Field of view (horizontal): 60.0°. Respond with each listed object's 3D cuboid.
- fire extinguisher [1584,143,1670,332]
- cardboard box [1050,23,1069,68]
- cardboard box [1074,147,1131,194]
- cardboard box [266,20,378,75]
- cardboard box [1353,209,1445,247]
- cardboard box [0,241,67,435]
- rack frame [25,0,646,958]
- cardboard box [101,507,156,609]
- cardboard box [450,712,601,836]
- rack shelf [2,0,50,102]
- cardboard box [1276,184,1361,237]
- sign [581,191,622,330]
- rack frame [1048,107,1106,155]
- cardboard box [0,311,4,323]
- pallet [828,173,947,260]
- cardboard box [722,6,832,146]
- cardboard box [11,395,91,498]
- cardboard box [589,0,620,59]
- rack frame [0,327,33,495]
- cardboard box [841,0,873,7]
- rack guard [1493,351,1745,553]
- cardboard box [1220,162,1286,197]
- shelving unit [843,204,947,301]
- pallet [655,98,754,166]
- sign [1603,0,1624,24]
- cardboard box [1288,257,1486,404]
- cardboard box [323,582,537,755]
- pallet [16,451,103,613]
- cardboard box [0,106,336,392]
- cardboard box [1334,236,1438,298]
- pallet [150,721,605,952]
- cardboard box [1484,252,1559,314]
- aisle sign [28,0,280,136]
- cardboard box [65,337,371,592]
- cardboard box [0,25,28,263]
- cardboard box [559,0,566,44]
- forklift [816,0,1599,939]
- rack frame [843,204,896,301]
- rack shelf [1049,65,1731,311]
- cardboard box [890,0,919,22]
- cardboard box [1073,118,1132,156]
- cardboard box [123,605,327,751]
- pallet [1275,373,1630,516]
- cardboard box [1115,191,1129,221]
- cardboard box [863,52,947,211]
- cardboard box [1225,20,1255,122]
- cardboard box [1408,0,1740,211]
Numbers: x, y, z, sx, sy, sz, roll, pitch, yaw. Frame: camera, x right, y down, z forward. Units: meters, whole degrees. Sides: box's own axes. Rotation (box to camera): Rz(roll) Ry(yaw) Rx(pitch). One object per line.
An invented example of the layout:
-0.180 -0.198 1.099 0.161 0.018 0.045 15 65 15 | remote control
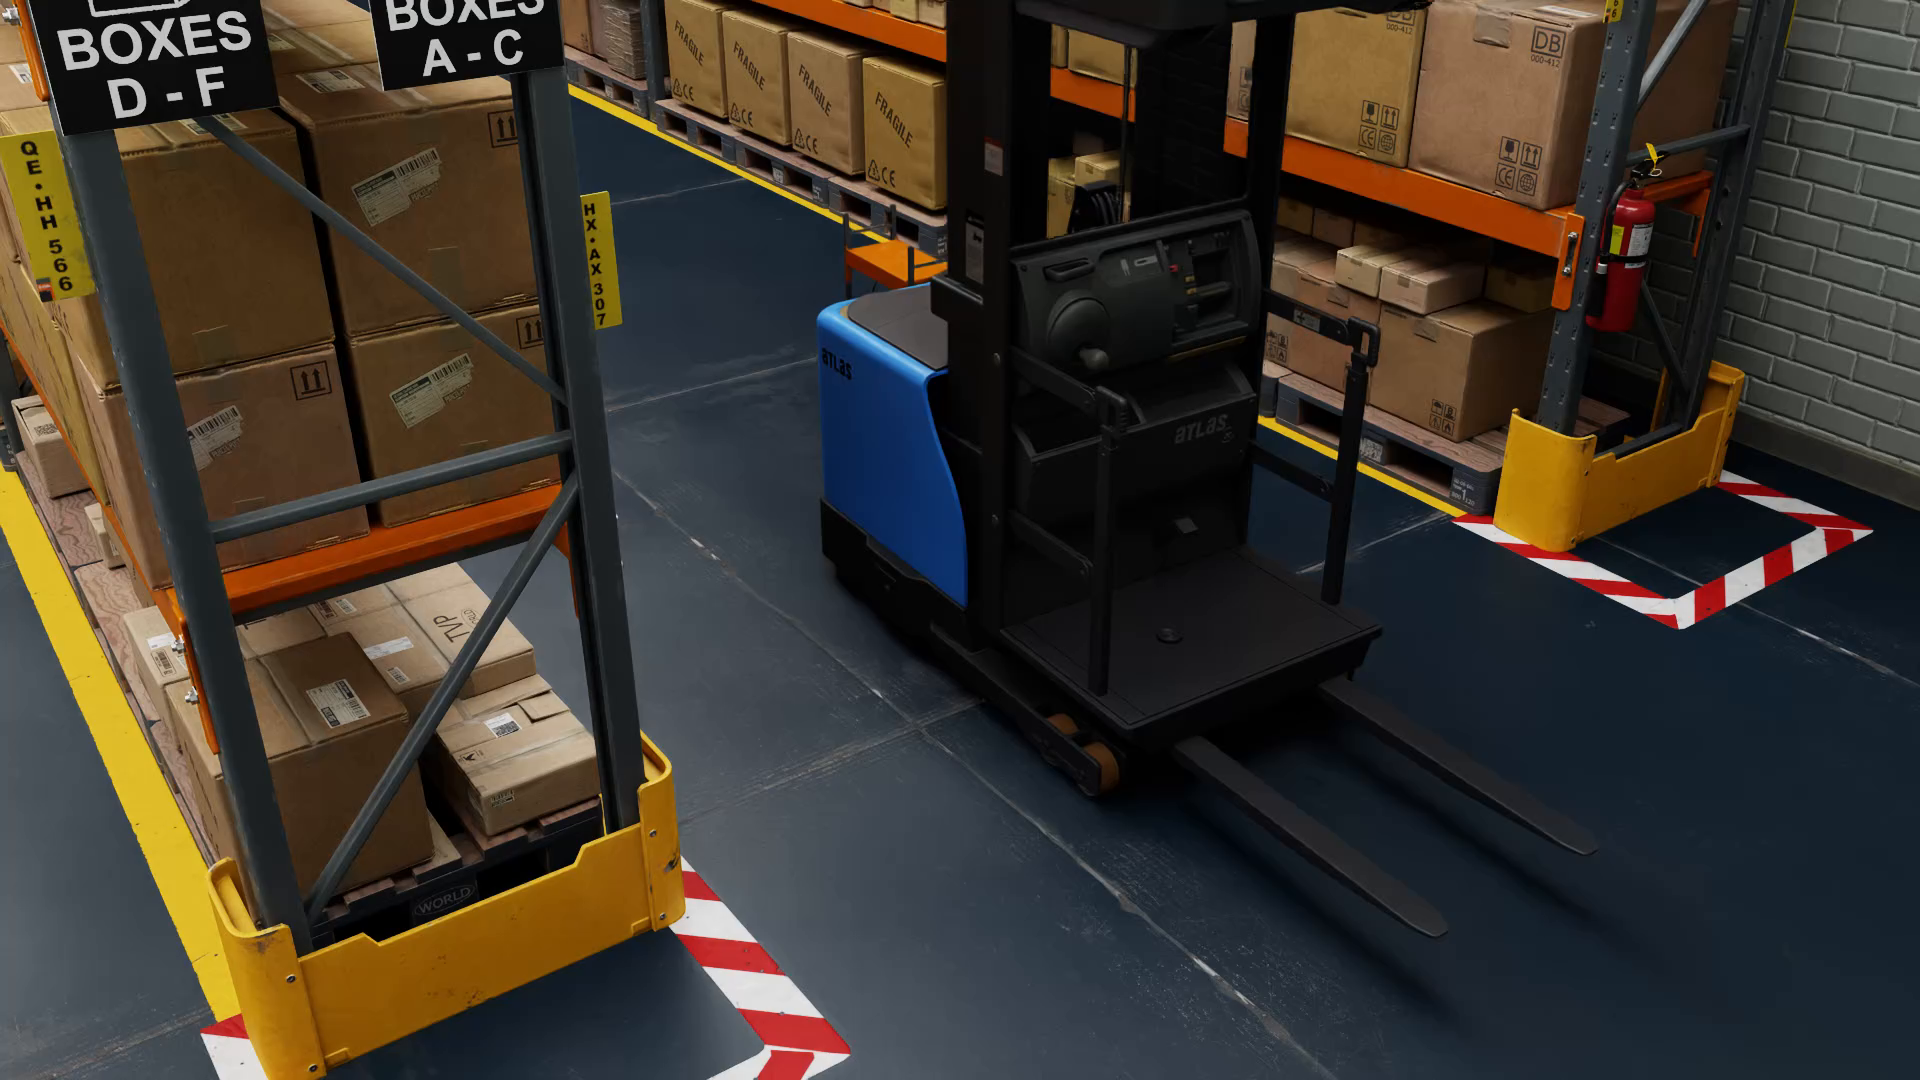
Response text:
2.449 -1.108 6.119 0.296 0.674 0.183 -19 34 -31 | fire extinguisher
0.719 -2.964 8.750 0.980 0.700 0.700 -18 33 -30 | cardboard box
0.818 -1.916 8.634 0.380 0.149 0.250 -18 33 -29 | cardboard box
-1.647 -1.049 4.387 0.500 0.500 0.500 -18 33 -30 | cardboard box
2.046 -1.409 7.700 0.380 0.149 0.250 -18 34 -30 | cardboard box
-2.366 -0.658 4.714 0.500 0.500 0.500 -18 34 -30 | cardboard box
-1.295 -0.119 3.827 1.000 3.000 0.127 -19 34 -31 | rack frame
-2.522 -0.042 5.839 0.797 0.503 0.637 -19 34 -31 | cardboard box
-1.258 0.682 4.877 0.380 0.149 0.250 -19 34 -31 | cardboard box
-2.455 -1.899 4.714 1.077 0.370 4.000 -19 34 -31 | rack shelf
1.749 -1.607 8.065 0.380 0.149 0.250 -18 33 -30 | cardboard box
-0.853 -0.650 3.897 0.100 0.325 0.005 -19 34 -31 | sign
0.417 -3.047 9.218 1.000 3.000 0.127 -19 34 -31 | rack frame
-2.954 -1.051 5.438 0.500 0.500 0.500 -19 34 -31 | cardboard box
-0.091 -2.101 10.397 1.003 0.211 1.213 -19 34 -31 | pallet
-1.080 -3.178 11.270 0.750 0.750 0.750 -19 34 -31 | cardboard box
-3.548 -0.463 6.816 0.500 0.311 0.500 -19 34 -31 | cardboard box
-2.567 -4.195 13.490 0.700 0.500 0.500 -19 34 -31 | cardboard box
-3.615 -1.674 6.690 1.000 3.000 0.127 -19 34 -31 | rack frame
-0.490 -3.290 9.907 0.380 0.149 0.250 -19 34 -31 | cardboard box
2.752 -0.384 6.934 1.175 0.500 0.348 -19 34 -31 | rack guard
1.452 -1.806 8.431 0.380 0.149 0.250 -18 33 -30 | cardboard box
-0.229 -0.706 6.793 0.258 1.200 0.503 -18 33 -29 | shelving unit
-1.507 -3.049 12.144 1.003 0.211 1.213 -19 34 -31 | pallet
2.288 -1.960 5.755 0.100 0.325 0.005 -19 34 -31 | sign
1.960 -1.017 7.659 0.700 0.500 0.500 -19 34 -31 | cardboard box
-1.670 0.411 5.270 0.500 0.250 0.500 -19 34 -31 | cardboard box
-3.218 -0.182 6.864 1.003 0.211 1.213 -19 34 -31 | pallet
-1.777 -0.700 3.743 0.500 0.500 0.500 -19 34 -31 | cardboard box
1.878 -1.206 7.328 0.380 0.149 0.250 -18 33 -29 | cardboard box
-1.803 0.767 5.117 1.003 0.211 1.213 -19 34 -31 | pallet
2.486 -1.114 7.159 0.380 0.149 0.250 -19 34 -30 | cardboard box
-1.505 -1.150 3.001 0.394 0.787 0.004 -19 34 -31 | aisle sign
-1.777 -0.262 3.985 0.500 0.500 0.500 -18 33 -29 | cardboard box
-2.376 -1.096 4.473 0.500 0.500 0.500 -18 33 -29 | cardboard box
-3.179 -4.574 14.187 0.700 0.500 0.500 -18 33 -30 | cardboard box
0.690 -0.738 5.039 1.130 2.935 3.031 -17 33 -29 | forklift
-0.364 -0.803 6.972 0.240 1.200 0.015 -18 33 -29 | rack frame
1.578 -1.954 7.958 1.077 0.370 4.000 -19 34 -31 | rack shelf
-0.175 -3.090 9.539 0.380 0.149 0.250 -18 33 -30 | cardboard box
0.845 -2.211 9.177 0.380 0.149 0.250 -19 34 -31 | cardboard box
-2.338 0.375 5.337 0.500 0.250 0.500 -19 34 -31 | cardboard box
2.210 -0.556 7.553 1.003 0.211 1.213 -19 34 -31 | pallet
1.056 -1.618 8.765 0.700 0.500 0.500 -19 34 -31 | cardboard box
-0.065 -2.504 10.030 0.750 0.750 0.750 -18 33 -30 | cardboard box
1.568 -2.398 7.708 0.980 0.700 0.700 -21 35 -33 | cardboard box
2.434 -1.819 6.643 0.980 0.700 0.700 -17 33 -28 | cardboard box
